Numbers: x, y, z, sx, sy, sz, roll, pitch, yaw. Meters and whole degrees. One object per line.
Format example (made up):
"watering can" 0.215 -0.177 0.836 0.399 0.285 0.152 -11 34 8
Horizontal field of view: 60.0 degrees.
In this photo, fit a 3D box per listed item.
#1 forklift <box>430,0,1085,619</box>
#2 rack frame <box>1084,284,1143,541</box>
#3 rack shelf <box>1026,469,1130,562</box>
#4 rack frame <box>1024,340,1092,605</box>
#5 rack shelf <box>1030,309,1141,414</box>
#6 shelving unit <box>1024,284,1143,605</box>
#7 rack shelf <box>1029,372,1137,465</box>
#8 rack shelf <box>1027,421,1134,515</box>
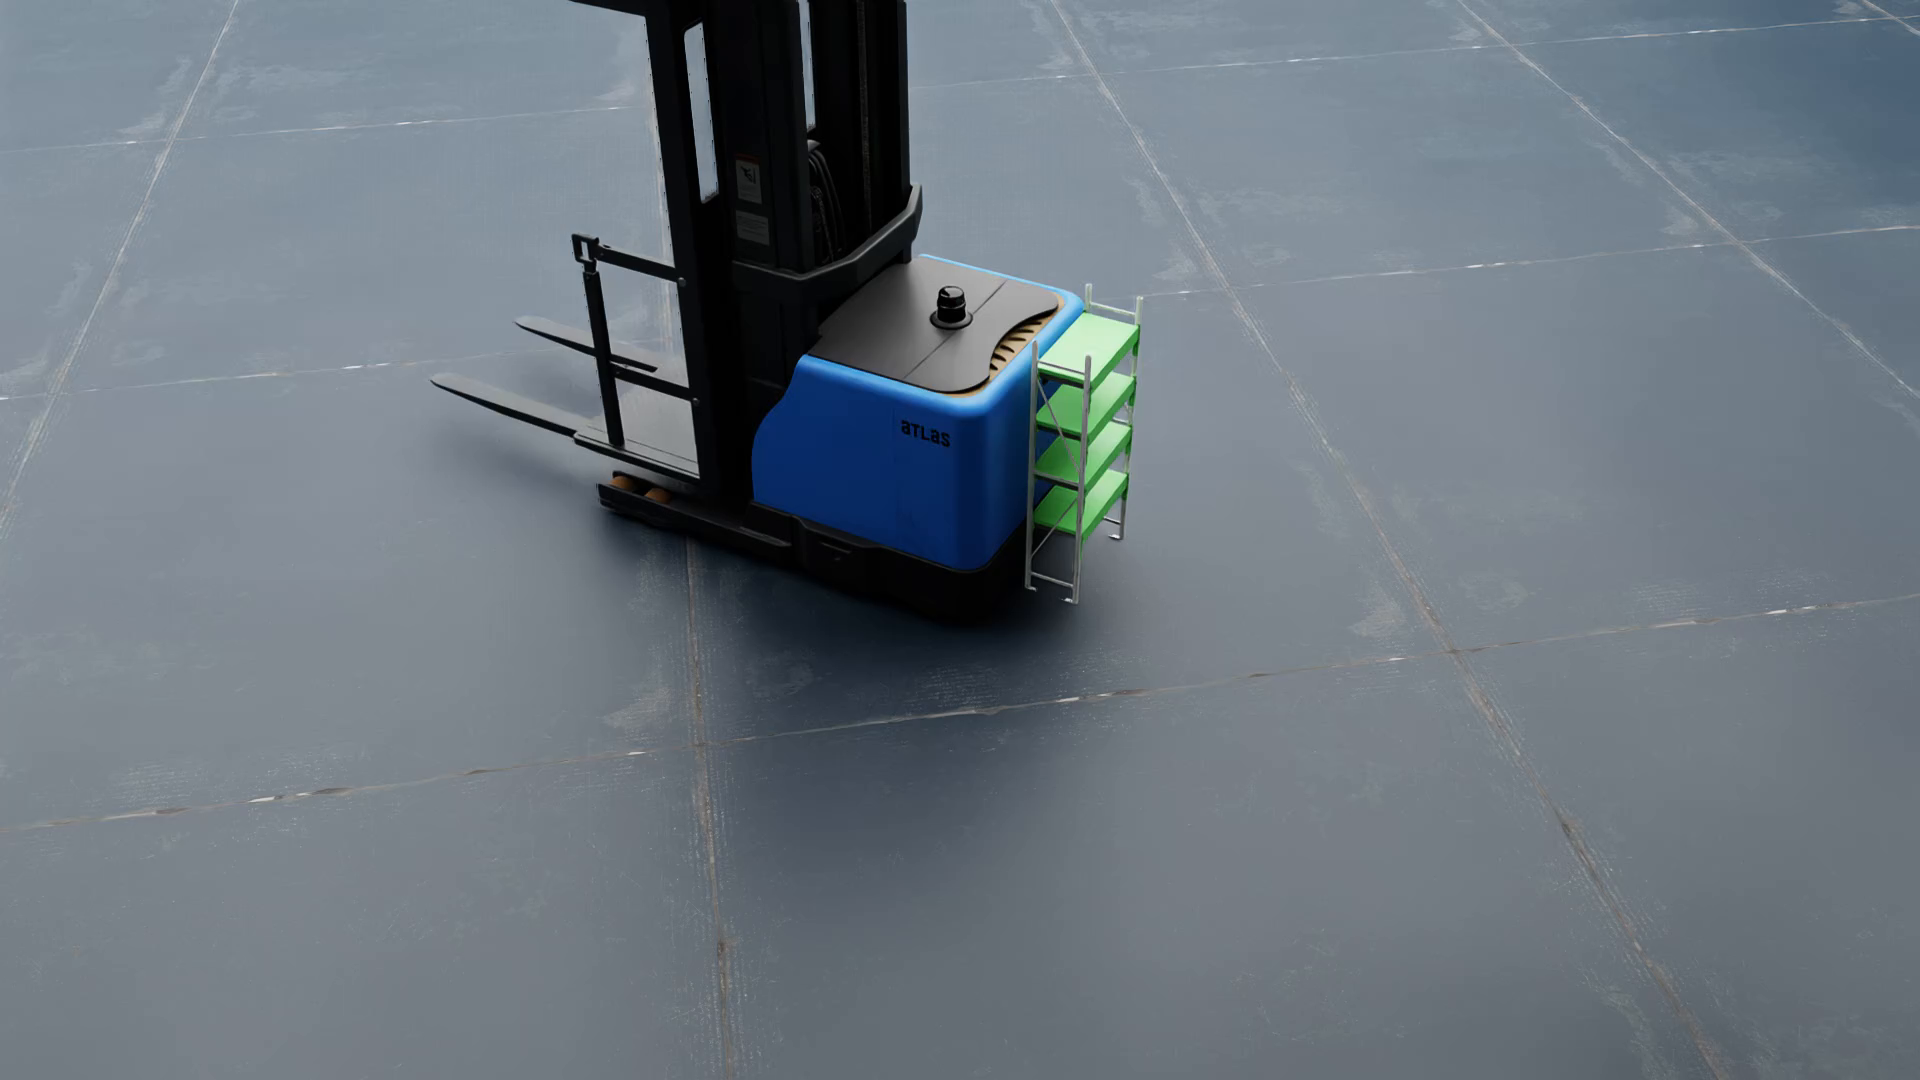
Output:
"forklift" -1.018 -1.482 6.768 3.031 2.935 1.130 18 41 22
"rack frame" 0.608 -0.507 6.925 0.240 1.200 0.015 18 41 22
"rack shelf" 0.494 -0.135 6.941 0.258 0.148 0.480 18 41 22
"rack frame" 0.381 -0.242 6.584 0.240 1.200 0.015 18 41 22
"rack shelf" 0.494 -0.704 6.499 0.258 0.148 0.480 18 41 22
"shelving unit" 0.494 -0.375 6.755 0.258 1.200 0.503 18 41 22
"rack shelf" 0.494 -0.514 6.647 0.258 0.148 0.480 18 41 22
"rack shelf" 0.494 -0.324 6.794 0.258 0.148 0.480 18 41 22
